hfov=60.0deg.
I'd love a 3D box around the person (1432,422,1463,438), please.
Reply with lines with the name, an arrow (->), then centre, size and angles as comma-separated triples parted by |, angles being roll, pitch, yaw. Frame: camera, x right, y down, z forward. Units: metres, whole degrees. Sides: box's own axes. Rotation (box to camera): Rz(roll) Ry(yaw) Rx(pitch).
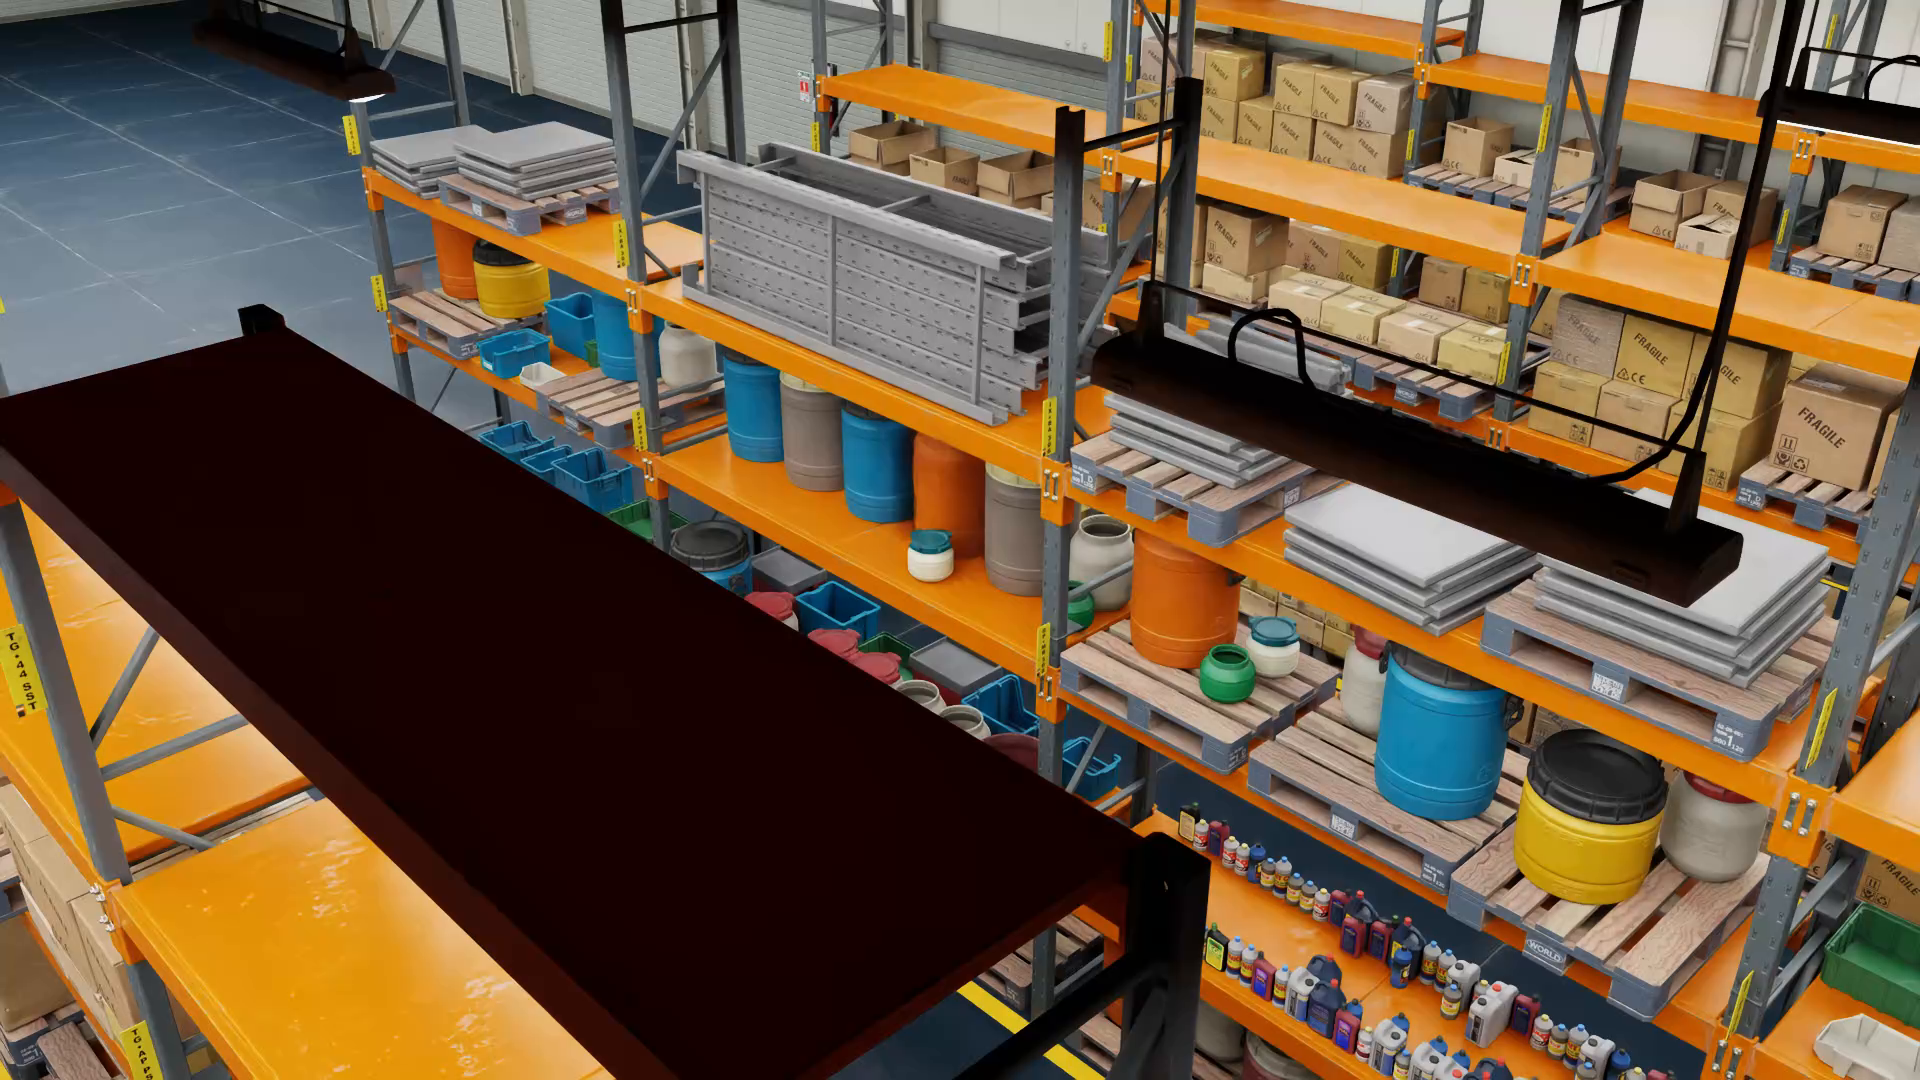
person -> 4.507, -0.376, 15.736 | 0.512, 1.853, 0.653 | 18, 33, 30
